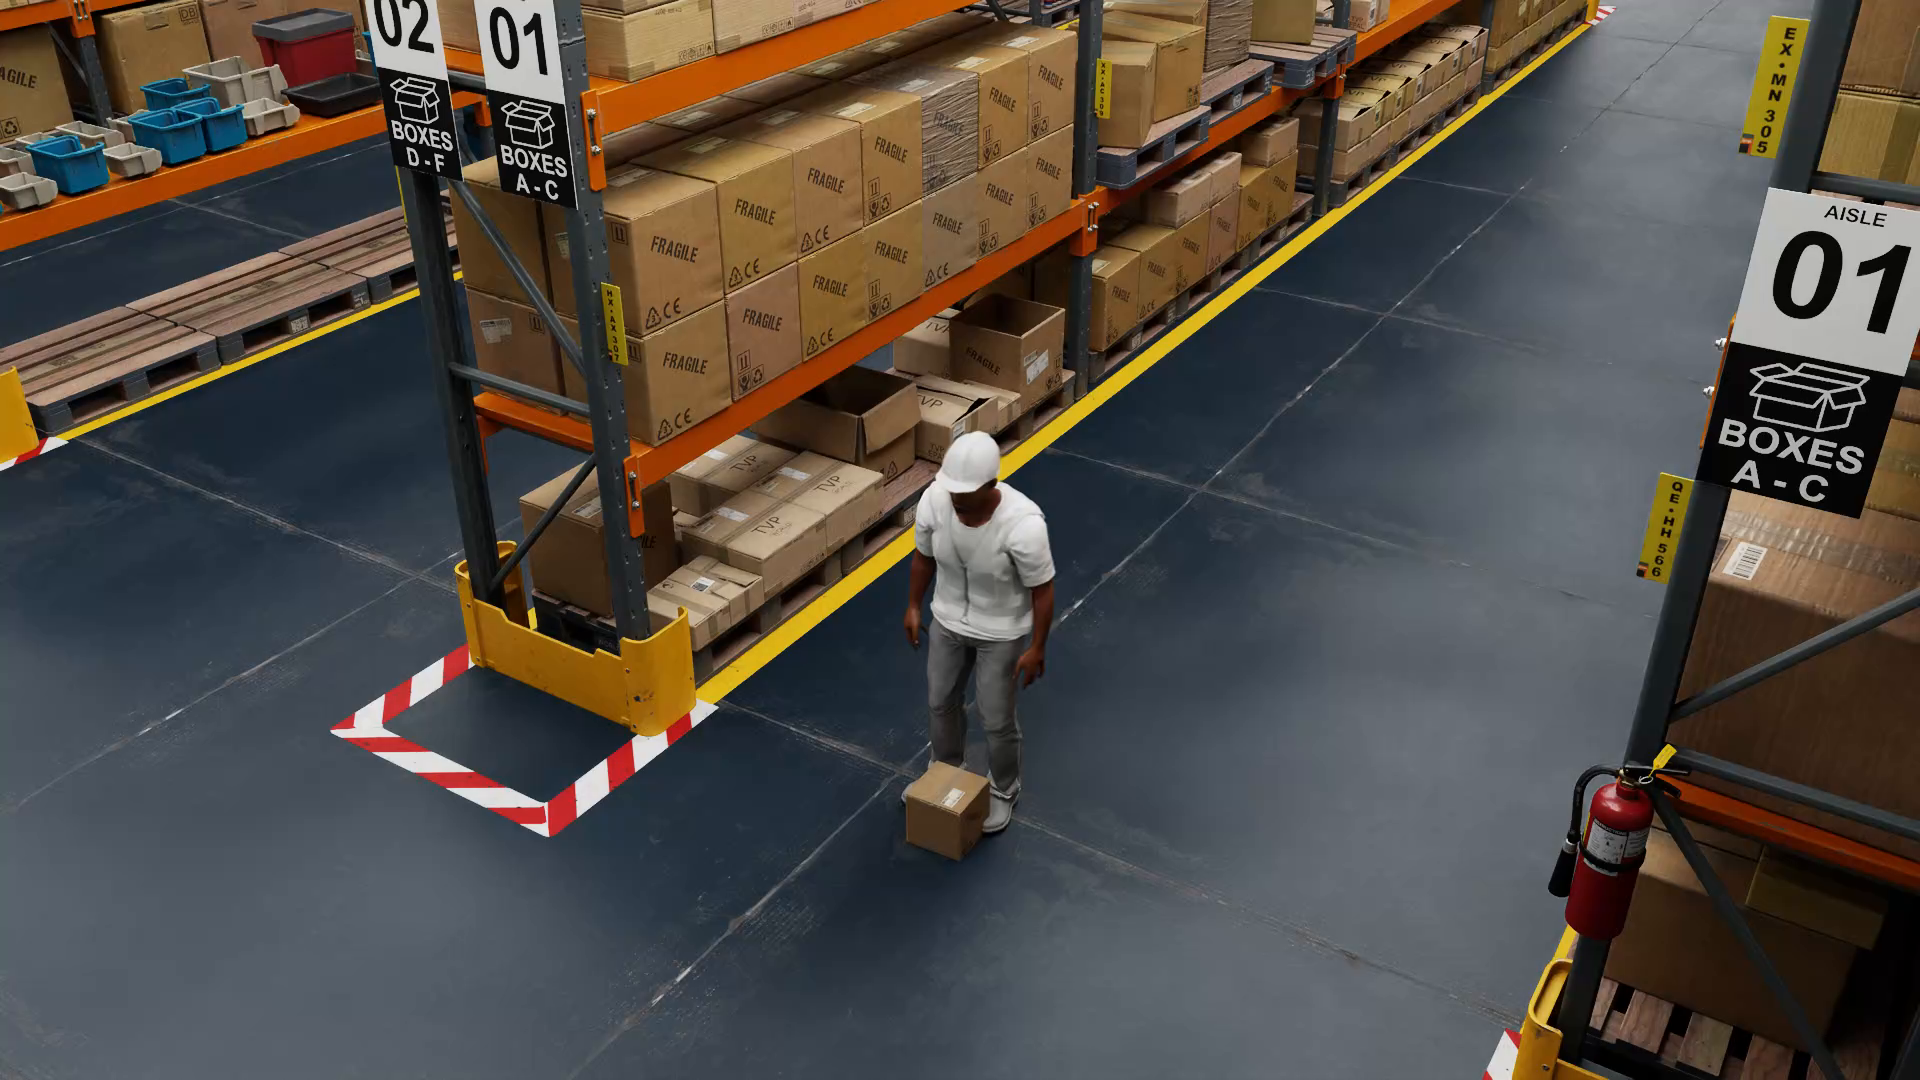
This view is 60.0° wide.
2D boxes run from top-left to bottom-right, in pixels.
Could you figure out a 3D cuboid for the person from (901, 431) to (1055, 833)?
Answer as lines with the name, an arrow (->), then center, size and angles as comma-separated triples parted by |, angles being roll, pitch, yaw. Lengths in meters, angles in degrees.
person -> 0.059, 0.347, 6.519 | 0.630, 1.761, 0.462 | 17, 34, 27
